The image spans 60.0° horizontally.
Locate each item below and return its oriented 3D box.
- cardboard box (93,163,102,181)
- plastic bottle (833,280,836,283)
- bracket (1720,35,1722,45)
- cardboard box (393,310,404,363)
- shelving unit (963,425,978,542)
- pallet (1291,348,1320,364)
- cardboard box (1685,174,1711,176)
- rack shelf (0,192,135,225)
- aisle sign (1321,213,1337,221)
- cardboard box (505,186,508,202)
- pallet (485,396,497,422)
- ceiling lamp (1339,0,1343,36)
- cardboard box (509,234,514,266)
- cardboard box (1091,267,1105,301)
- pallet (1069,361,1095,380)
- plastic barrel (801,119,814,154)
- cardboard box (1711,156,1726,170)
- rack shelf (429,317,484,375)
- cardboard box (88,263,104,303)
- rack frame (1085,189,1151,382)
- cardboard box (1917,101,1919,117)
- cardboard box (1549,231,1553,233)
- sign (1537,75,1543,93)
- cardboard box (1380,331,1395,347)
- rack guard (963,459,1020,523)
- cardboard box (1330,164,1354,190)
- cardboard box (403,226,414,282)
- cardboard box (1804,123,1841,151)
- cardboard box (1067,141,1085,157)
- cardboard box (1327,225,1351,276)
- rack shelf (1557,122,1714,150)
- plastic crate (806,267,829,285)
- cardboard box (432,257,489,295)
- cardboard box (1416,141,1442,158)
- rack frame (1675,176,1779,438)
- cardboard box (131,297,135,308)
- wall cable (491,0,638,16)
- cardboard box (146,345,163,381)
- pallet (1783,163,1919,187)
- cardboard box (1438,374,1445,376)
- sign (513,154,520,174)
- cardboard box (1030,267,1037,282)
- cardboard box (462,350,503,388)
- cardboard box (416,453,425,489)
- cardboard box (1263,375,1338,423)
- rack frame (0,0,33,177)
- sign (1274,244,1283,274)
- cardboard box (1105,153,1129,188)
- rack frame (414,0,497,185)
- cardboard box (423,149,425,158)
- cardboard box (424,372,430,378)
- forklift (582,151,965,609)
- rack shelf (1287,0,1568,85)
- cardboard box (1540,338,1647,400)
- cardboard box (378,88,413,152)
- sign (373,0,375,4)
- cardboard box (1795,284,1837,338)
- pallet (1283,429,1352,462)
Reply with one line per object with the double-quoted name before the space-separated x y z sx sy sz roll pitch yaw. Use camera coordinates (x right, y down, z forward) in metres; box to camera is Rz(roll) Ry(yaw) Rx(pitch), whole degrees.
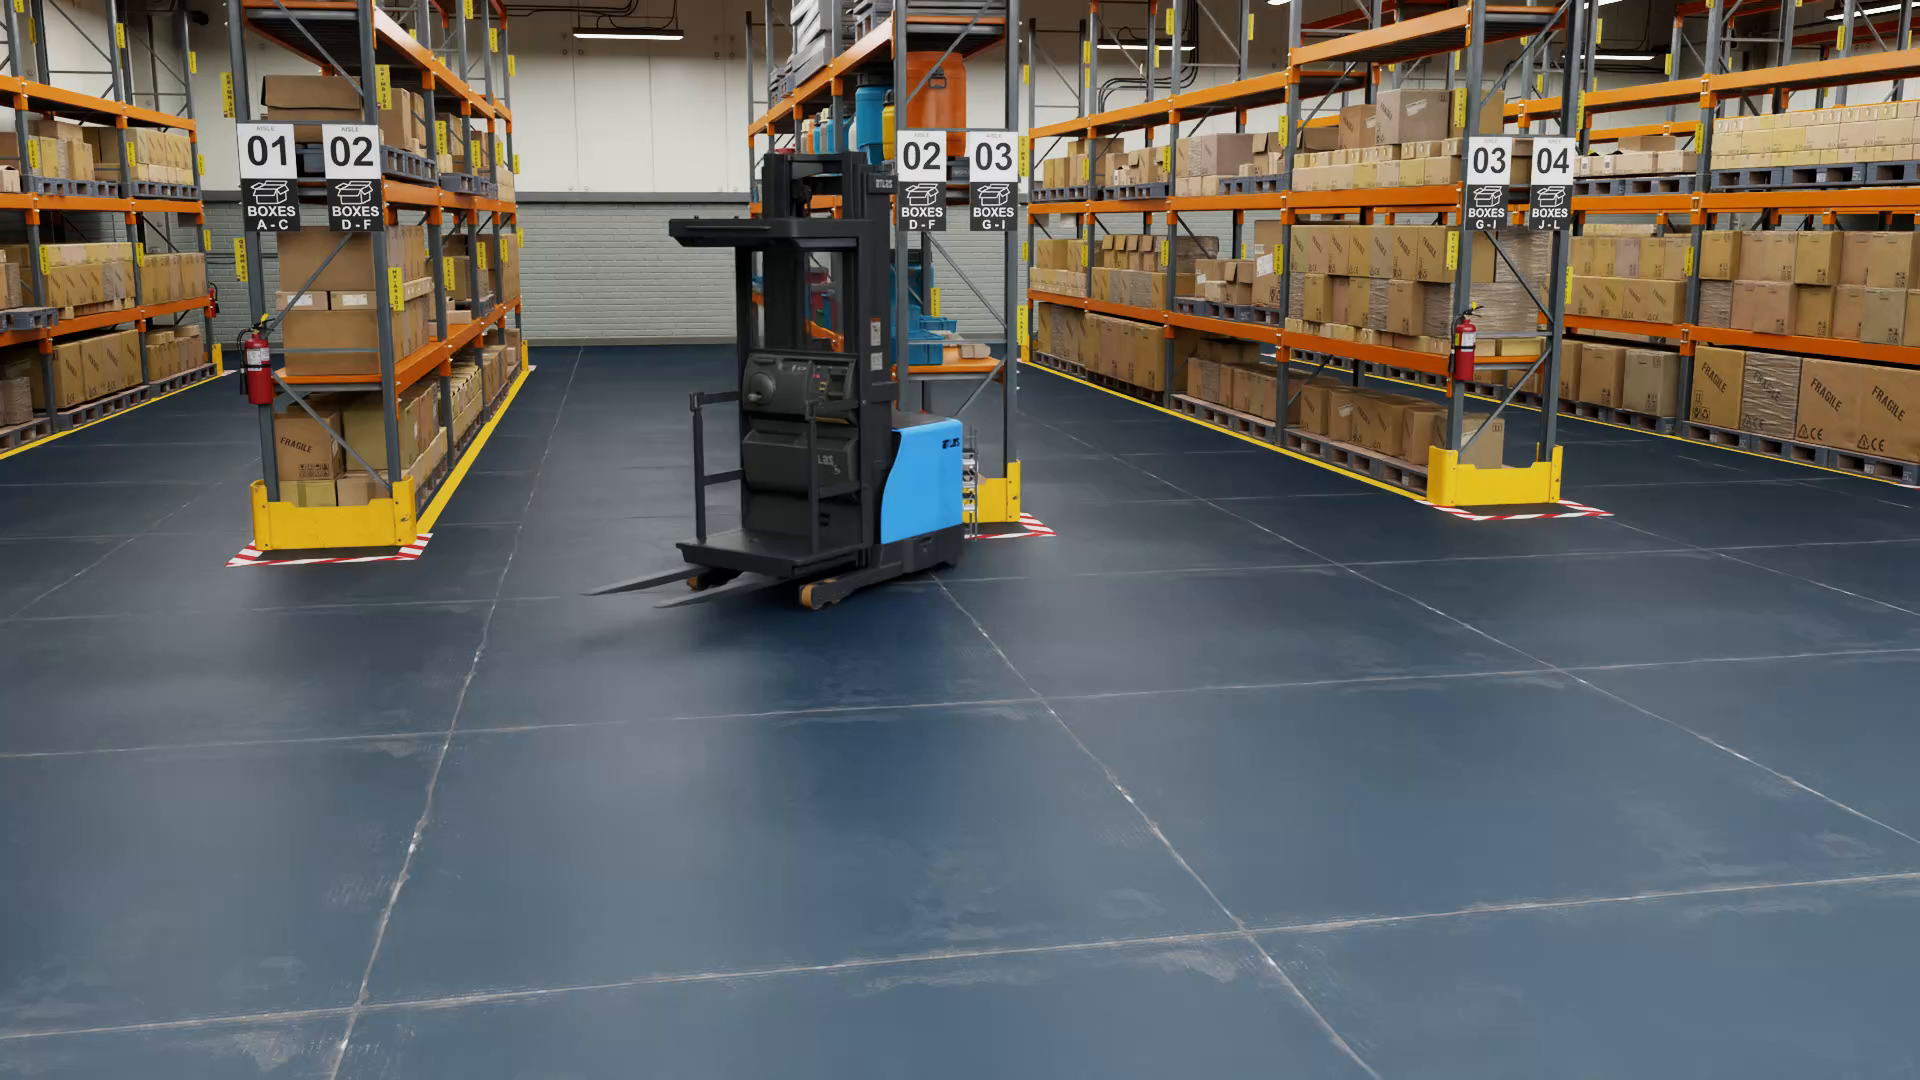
"cardboard box" -12.443 -5.242 23.702 0.500 0.250 0.500 -2 11 -10
"plastic bottle" -1.826 -3.615 24.298 0.144 0.351 0.185 -2 11 -11
"bracket" 16.238 -10.591 35.146 0.235 0.232 0.430 -2 11 -11
"cardboard box" -5.164 -1.772 14.217 0.700 0.500 0.500 -2 11 -11
"shelving unit" -0.002 -0.444 13.120 0.258 0.900 0.210 -2 11 -11
"pallet" 6.741 -3.371 30.344 1.003 0.211 1.213 -2 11 -11
"cardboard box" 12.104 -5.927 26.901 0.500 0.500 0.500 -2 11 -12
"rack shelf" -11.691 -4.223 21.262 1.077 0.370 4.000 -2 11 -11
"aisle sign" 6.883 -6.207 30.831 0.394 0.787 0.004 -2 11 -11
"cardboard box" -7.363 -5.423 26.047 0.500 0.250 0.500 -2 11 -11
"pallet" -6.552 -1.685 21.485 1.003 0.211 1.213 -2 11 -11
"ceiling lamp" 8.539 -11.323 33.006 2.000 3.185 0.800 -2 11 -11
"cardboard box" -7.339 -4.571 26.247 0.500 0.500 0.500 -2 11 -9
"cardboard box" 2.341 -3.965 25.741 0.500 0.500 0.500 -2 11 -11
"pallet" 2.425 -2.782 27.250 1.003 0.211 1.213 -2 11 -11
"plastic barrel" -1.637 -4.657 20.280 0.600 0.901 0.600 0 11 0
"cardboard box" 8.674 -4.231 18.662 0.380 0.149 0.250 -2 11 -12
"rack shelf" -6.055 -2.196 18.638 1.077 0.370 4.000 -2 11 -11
"cardboard box" -11.442 -3.322 21.511 0.500 0.500 0.500 -2 11 -9
"rack frame" 2.496 -4.010 26.241 1.000 3.000 0.127 -2 11 -11
"cardboard box" 9.270 -4.063 15.649 0.380 0.149 0.250 -2 11 -11
"cardboard box" 11.237 -5.888 31.431 0.380 0.149 0.250 -2 11 -10
"sign" 10.893 -8.569 31.226 0.100 0.325 0.005 -2 11 -11
"cardboard box" 4.313 -1.959 16.138 0.380 0.149 0.250 -2 11 -11
"rack guard" -0.089 -0.413 14.030 1.175 0.500 0.348 -2 11 -11
"cardboard box" 4.083 -3.662 16.794 0.500 0.250 0.500 -3 11 -13
"cardboard box" -5.377 -2.604 15.117 0.700 0.500 0.500 -2 11 -11
"cardboard box" 9.055 -4.128 17.056 0.500 0.250 0.500 -2 11 -10
"cardboard box" 2.101 -6.519 27.739 0.500 0.250 0.500 -2 11 -13
"cardboard box" 4.086 -2.954 16.956 0.500 0.500 0.500 -2 11 -11
"rack shelf" 11.828 -7.134 29.606 1.077 0.370 4.000 -2 11 -11
"plastic crate" -2.290 -4.063 26.192 0.402 0.464 0.583 -2 11 -11
"cardboard box" -6.817 -3.584 22.613 0.700 0.500 0.500 -5 12 -25
"cardboard box" 4.374 -3.542 15.098 0.380 0.149 0.250 -3 11 -13
"rack frame" 8.937 -2.704 19.383 1.000 3.000 0.127 -2 11 -11
"cardboard box" -11.736 -3.304 23.152 0.380 0.149 0.250 -2 11 -10
"wall cable" -7.918 -11.601 32.715 3.097 2.526 0.112 -2 11 -11
"cardboard box" -12.125 -2.589 24.337 0.700 0.500 0.500 -2 11 -10
"pallet" 9.320 -3.761 17.147 1.003 0.211 1.213 -2 11 -11
"cardboard box" 7.559 -2.719 25.023 0.500 0.500 0.500 -3 11 -14
"sign" -7.451 -6.309 27.930 0.100 0.325 0.005 -2 11 -11
"cardboard box" 1.547 -4.718 29.568 0.500 0.250 0.500 -2 11 -13
"cardboard box" -6.659 -2.375 23.163 0.500 0.500 0.500 -2 11 -10
"cardboard box" -4.971 -0.595 14.529 0.500 0.250 0.500 -2 11 -11
"cardboard box" 3.954 -1.644 19.321 0.700 0.500 0.500 -3 11 -15
"rack frame" -11.302 -5.683 18.987 1.000 3.000 0.127 -2 11 -11
"sign" 3.509 -3.090 18.315 0.100 0.325 0.005 -2 11 -11
"cardboard box" 2.619 -5.633 25.355 0.700 0.500 0.500 -2 11 -10
"rack frame" -7.222 -6.597 23.791 1.000 3.000 0.127 -2 11 -11
"cardboard box" -5.886 -4.003 17.462 0.500 0.250 0.500 -3 11 -17
"cardboard box" -6.519 -1.845 19.598 0.500 0.311 0.500 -2 11 -12
"forklift" -1.209 -1.088 11.075 1.130 2.935 3.031 7 13 34
"rack shelf" 4.441 -4.768 16.112 1.077 0.370 4.000 -2 11 -11
"cardboard box" 8.363 -2.264 21.963 1.050 0.750 0.750 -2 11 -10
"cardboard box" -4.943 -3.562 14.099 0.500 0.500 0.500 -2 11 -11
"sign" -6.974 -6.340 19.729 0.100 0.325 0.005 -2 11 -11
"cardboard box" 9.341 -2.414 17.455 0.875 0.550 0.500 -2 11 -11
"pallet" 4.218 -1.051 18.153 1.003 0.211 1.213 -2 11 -11
